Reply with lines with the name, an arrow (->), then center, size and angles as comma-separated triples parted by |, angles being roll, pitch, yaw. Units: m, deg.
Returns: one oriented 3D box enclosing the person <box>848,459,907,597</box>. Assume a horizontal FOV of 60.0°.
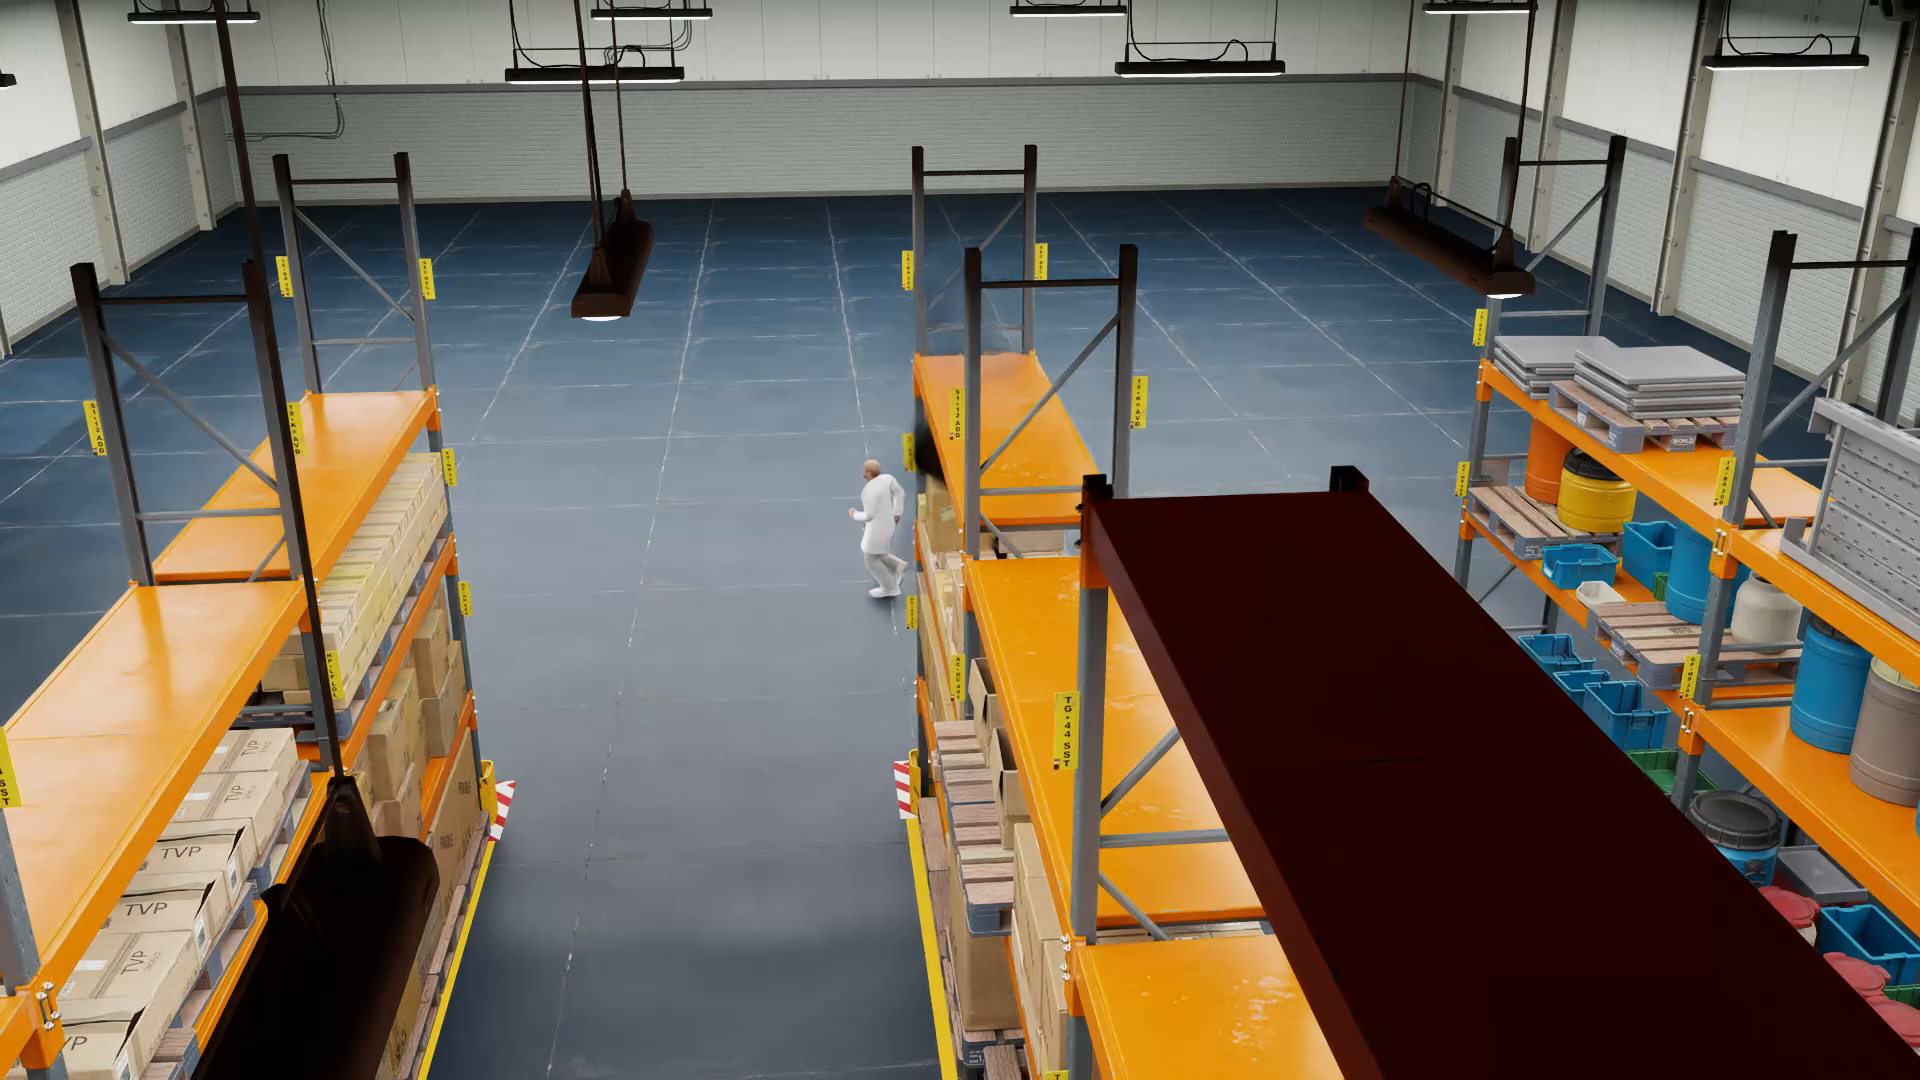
person -> -0.981, -0.137, 19.656 | 0.671, 1.730, 0.702 | 9, 23, 21
